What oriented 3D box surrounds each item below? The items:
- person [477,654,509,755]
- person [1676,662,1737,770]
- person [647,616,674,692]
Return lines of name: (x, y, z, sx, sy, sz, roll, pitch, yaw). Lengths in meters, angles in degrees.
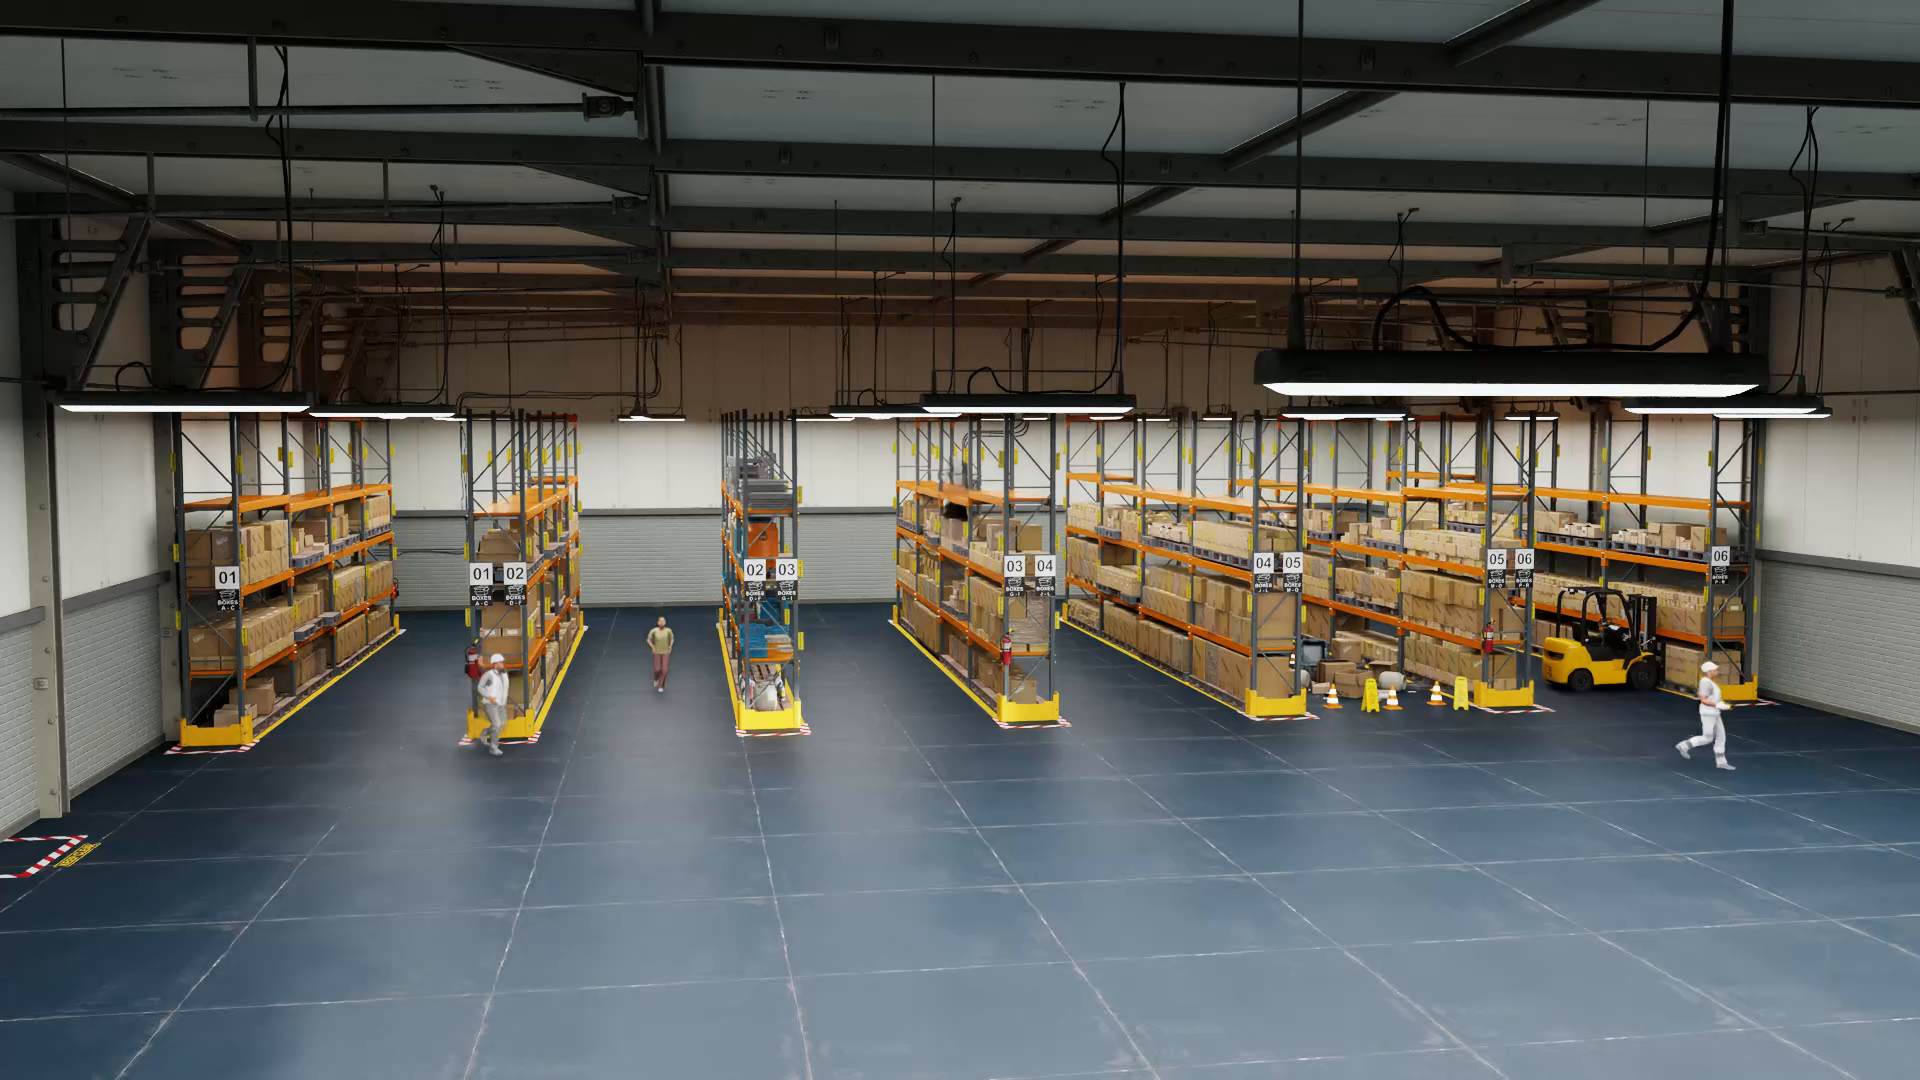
person: (-8.149, 2.850, 29.026, 0.614, 1.740, 0.685, 2, 5, 31)
person: (12.413, 2.909, 27.607, 0.928, 1.779, 0.658, 3, 5, 33)
person: (-6.383, 2.429, 35.545, 0.563, 1.624, 0.533, -1, 4, -17)
